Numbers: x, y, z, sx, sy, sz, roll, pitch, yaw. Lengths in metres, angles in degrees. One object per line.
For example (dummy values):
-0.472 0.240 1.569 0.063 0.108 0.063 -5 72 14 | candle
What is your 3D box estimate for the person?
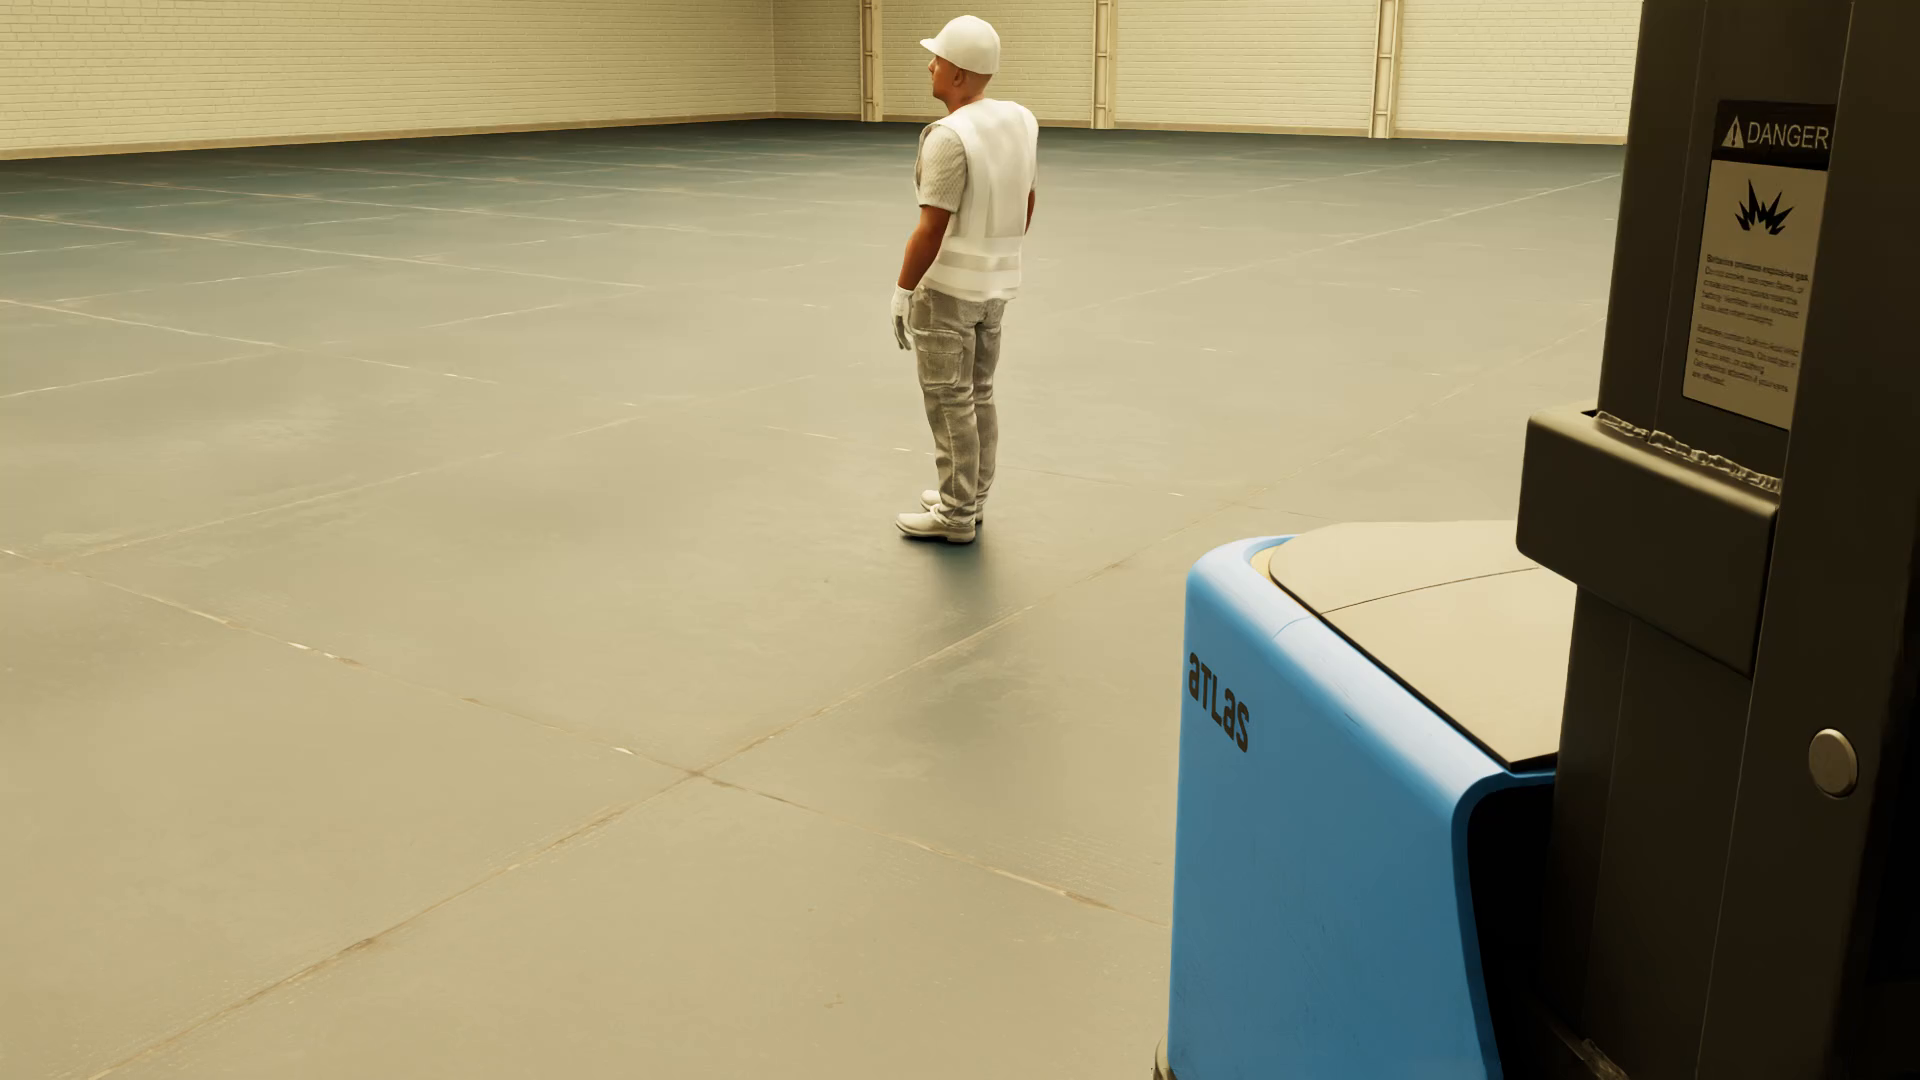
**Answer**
-0.054 -0.875 5.737 0.577 1.781 0.656 11 20 33 | person
